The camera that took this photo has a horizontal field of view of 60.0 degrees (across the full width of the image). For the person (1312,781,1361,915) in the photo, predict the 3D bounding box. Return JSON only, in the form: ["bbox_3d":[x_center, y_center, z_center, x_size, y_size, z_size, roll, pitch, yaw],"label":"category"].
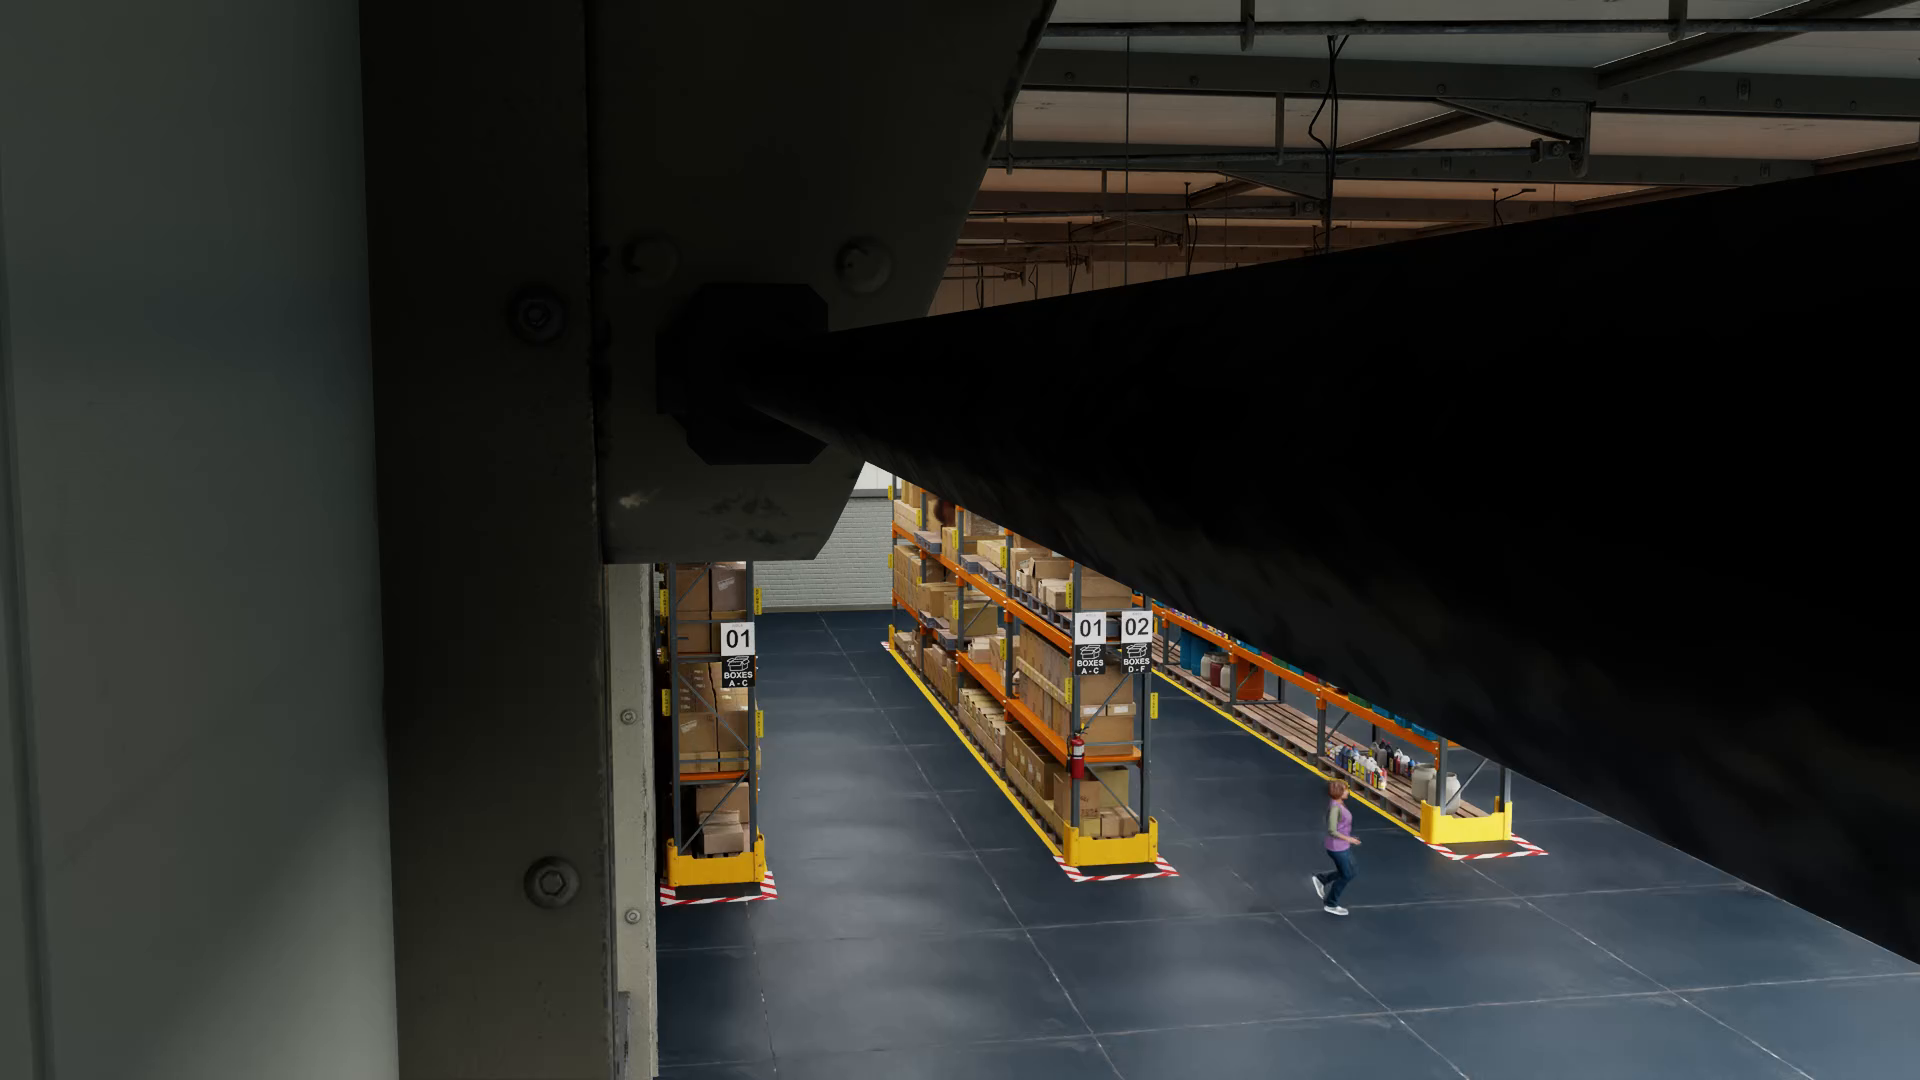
[{"bbox_3d":[4.308,3.516,19.020,0.546,1.559,0.539,2,6,17],"label":"person"}]
